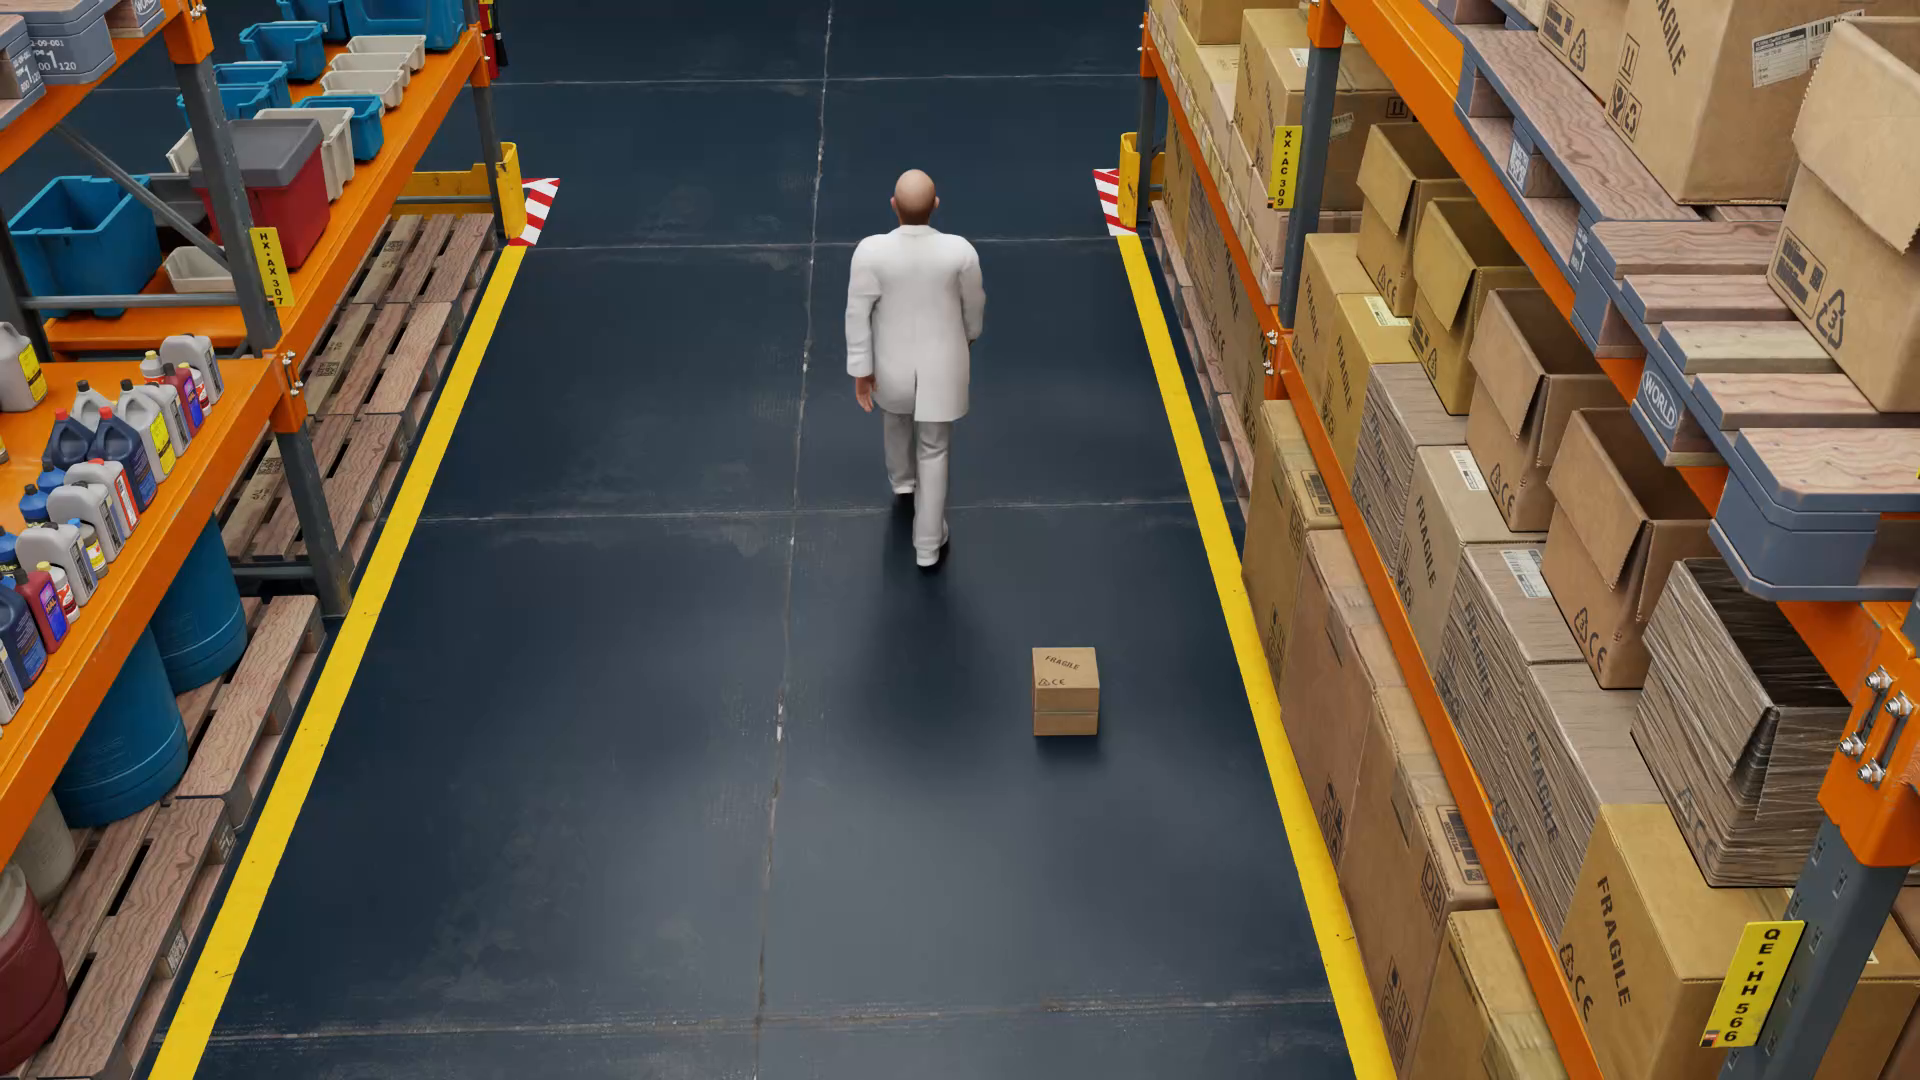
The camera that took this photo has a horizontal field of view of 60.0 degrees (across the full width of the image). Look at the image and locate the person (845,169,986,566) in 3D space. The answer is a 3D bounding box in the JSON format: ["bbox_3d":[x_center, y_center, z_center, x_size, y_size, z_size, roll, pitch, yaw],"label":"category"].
[{"bbox_3d":[-0.182,-0.804,7.324,0.589,1.804,0.870,2,35,3],"label":"person"}]
